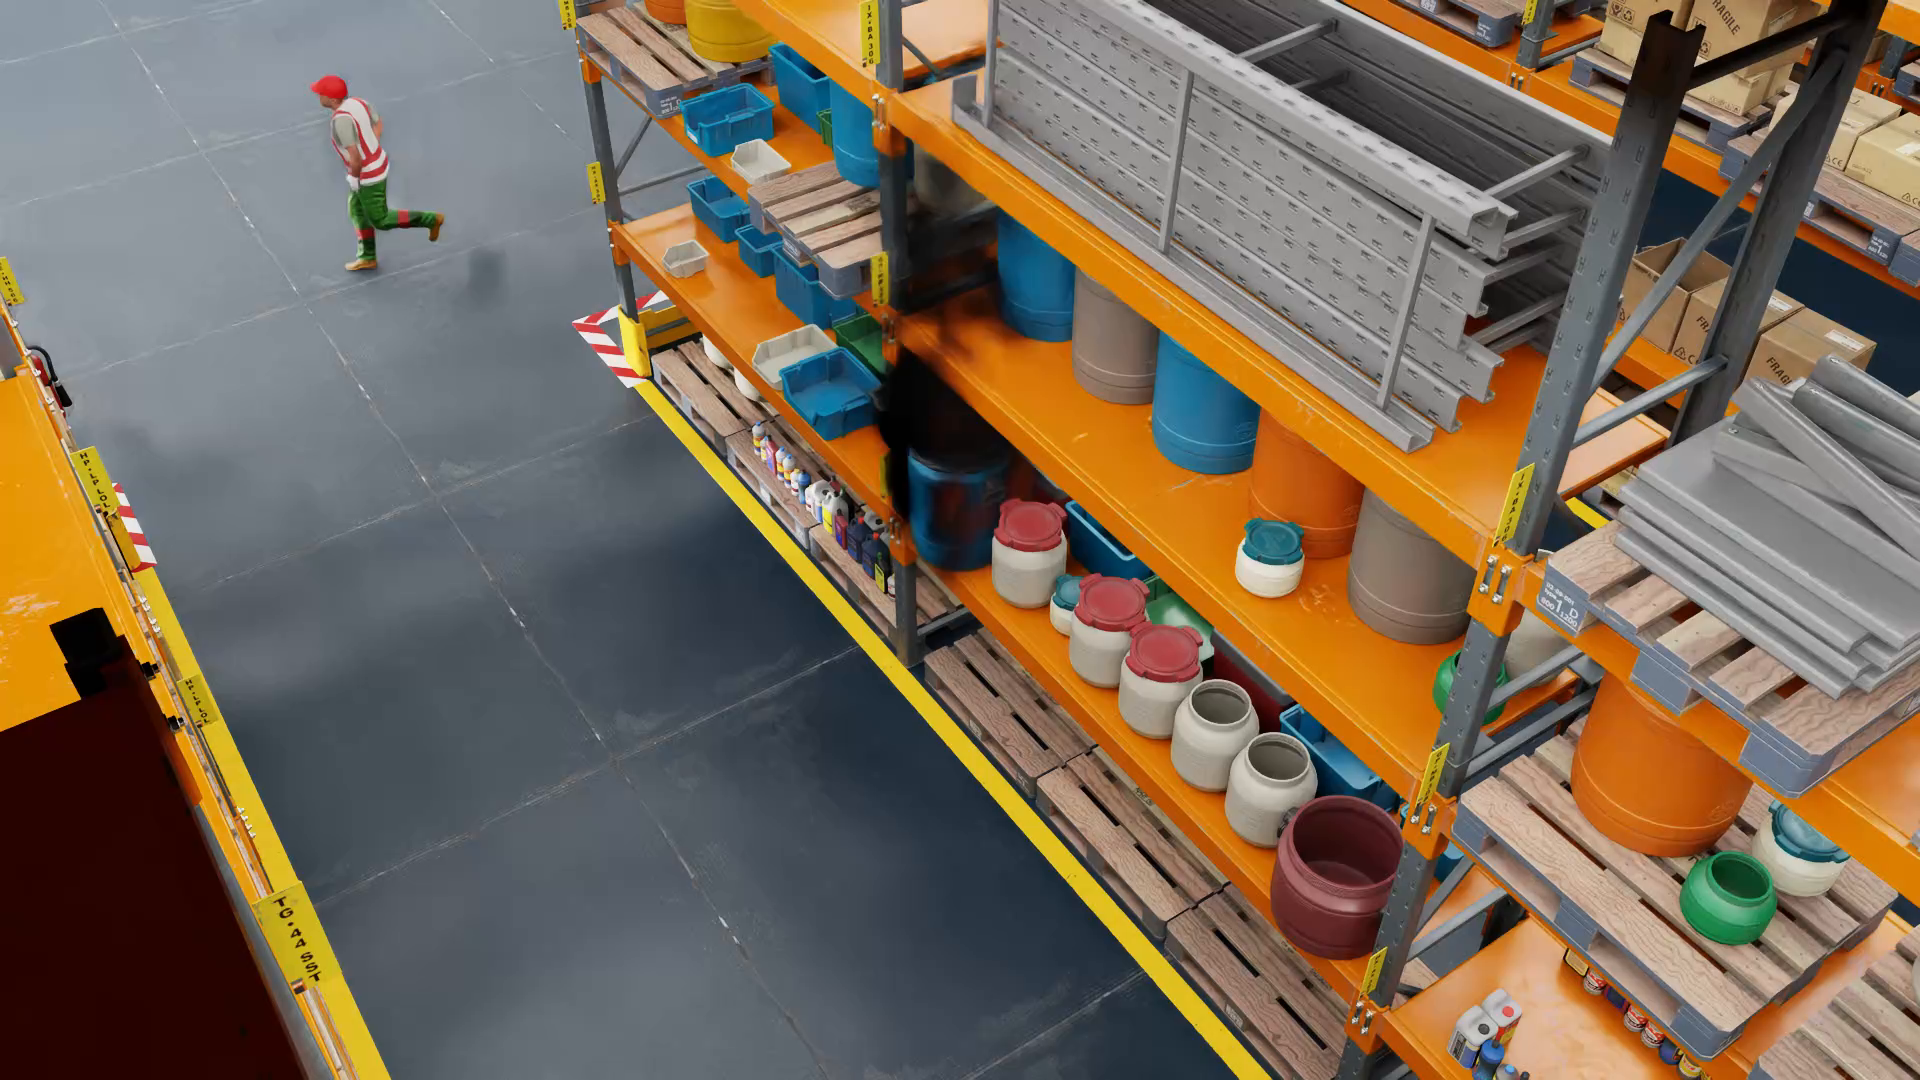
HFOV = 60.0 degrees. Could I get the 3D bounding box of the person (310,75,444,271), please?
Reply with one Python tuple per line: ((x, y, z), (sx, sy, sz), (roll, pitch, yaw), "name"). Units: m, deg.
((-4.834, -3.032, 13.798), (0.939, 1.768, 0.664), (-4, 43, -4), "person")
